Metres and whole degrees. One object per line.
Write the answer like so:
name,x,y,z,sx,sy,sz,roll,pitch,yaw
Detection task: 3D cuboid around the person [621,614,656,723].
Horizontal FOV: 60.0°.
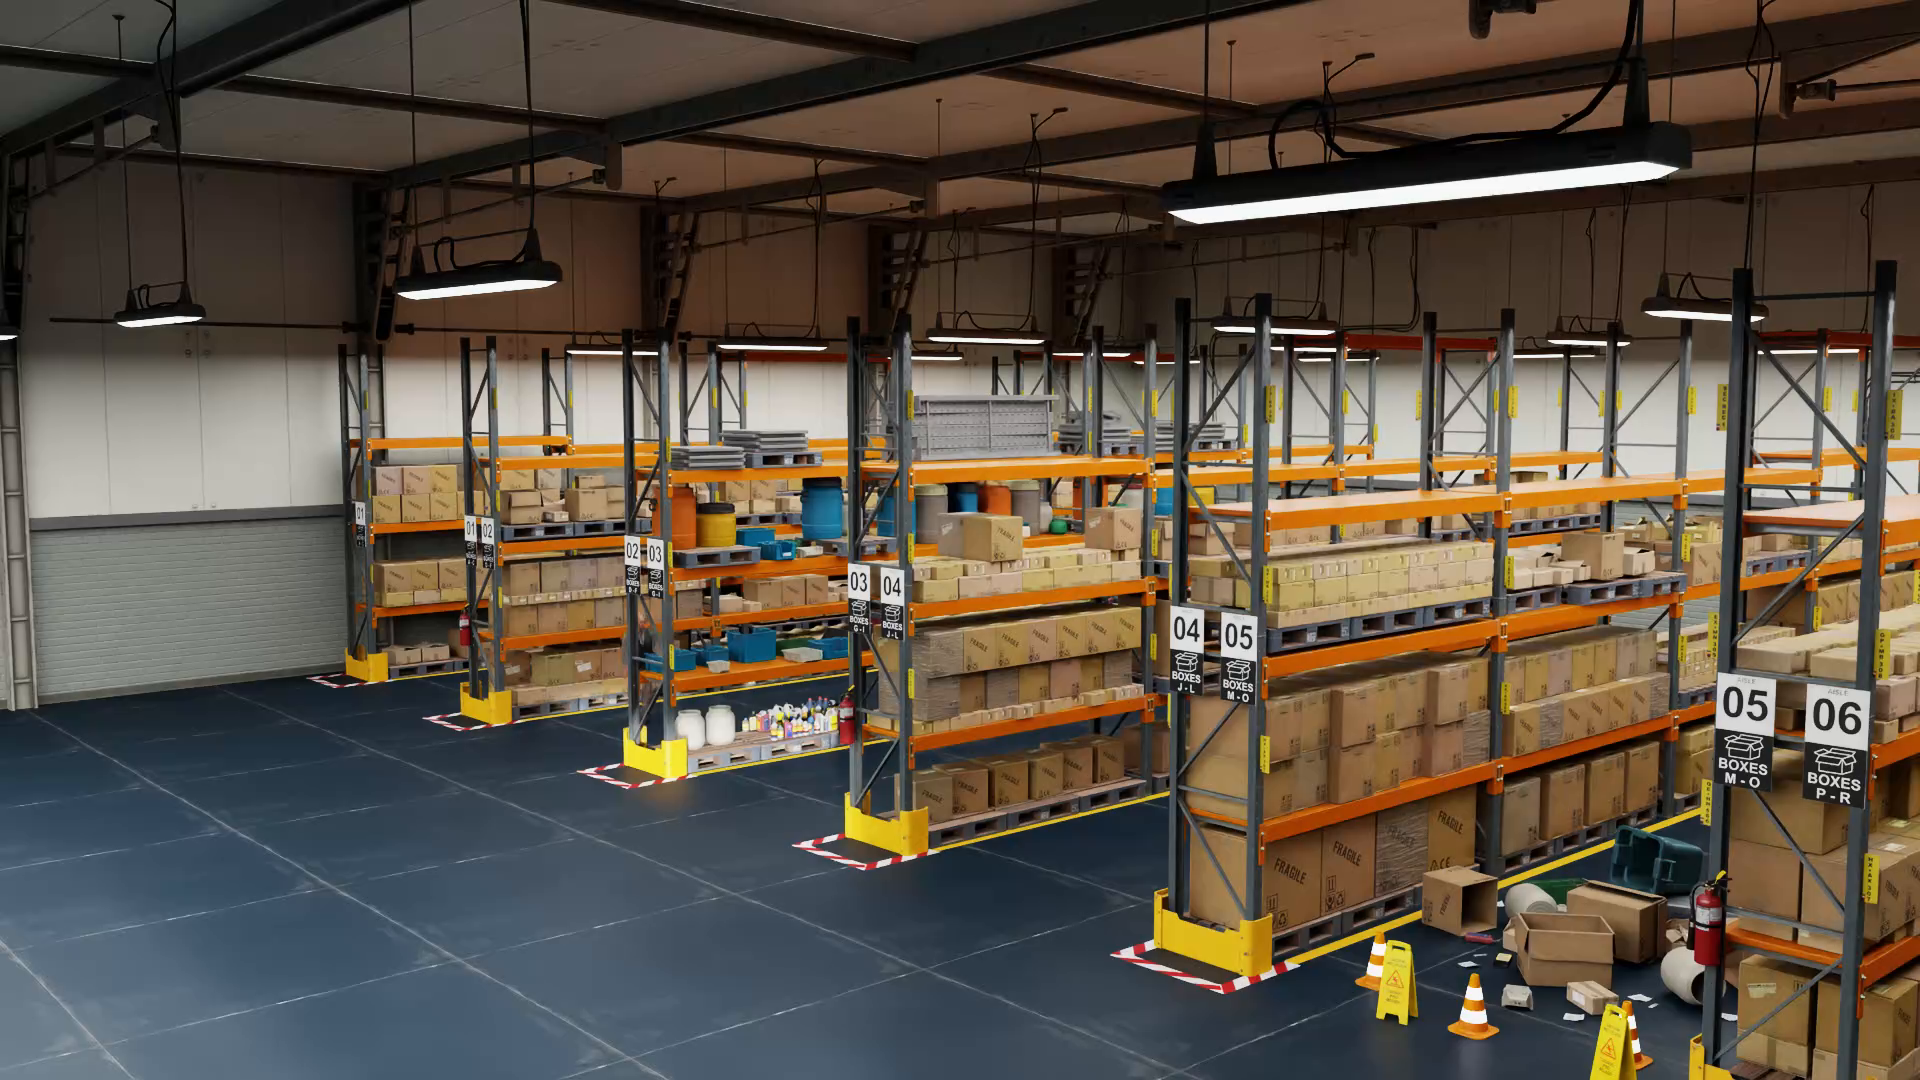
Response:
person,-4.990,1.998,25.834,0.565,1.737,0.388,-3,6,-29
